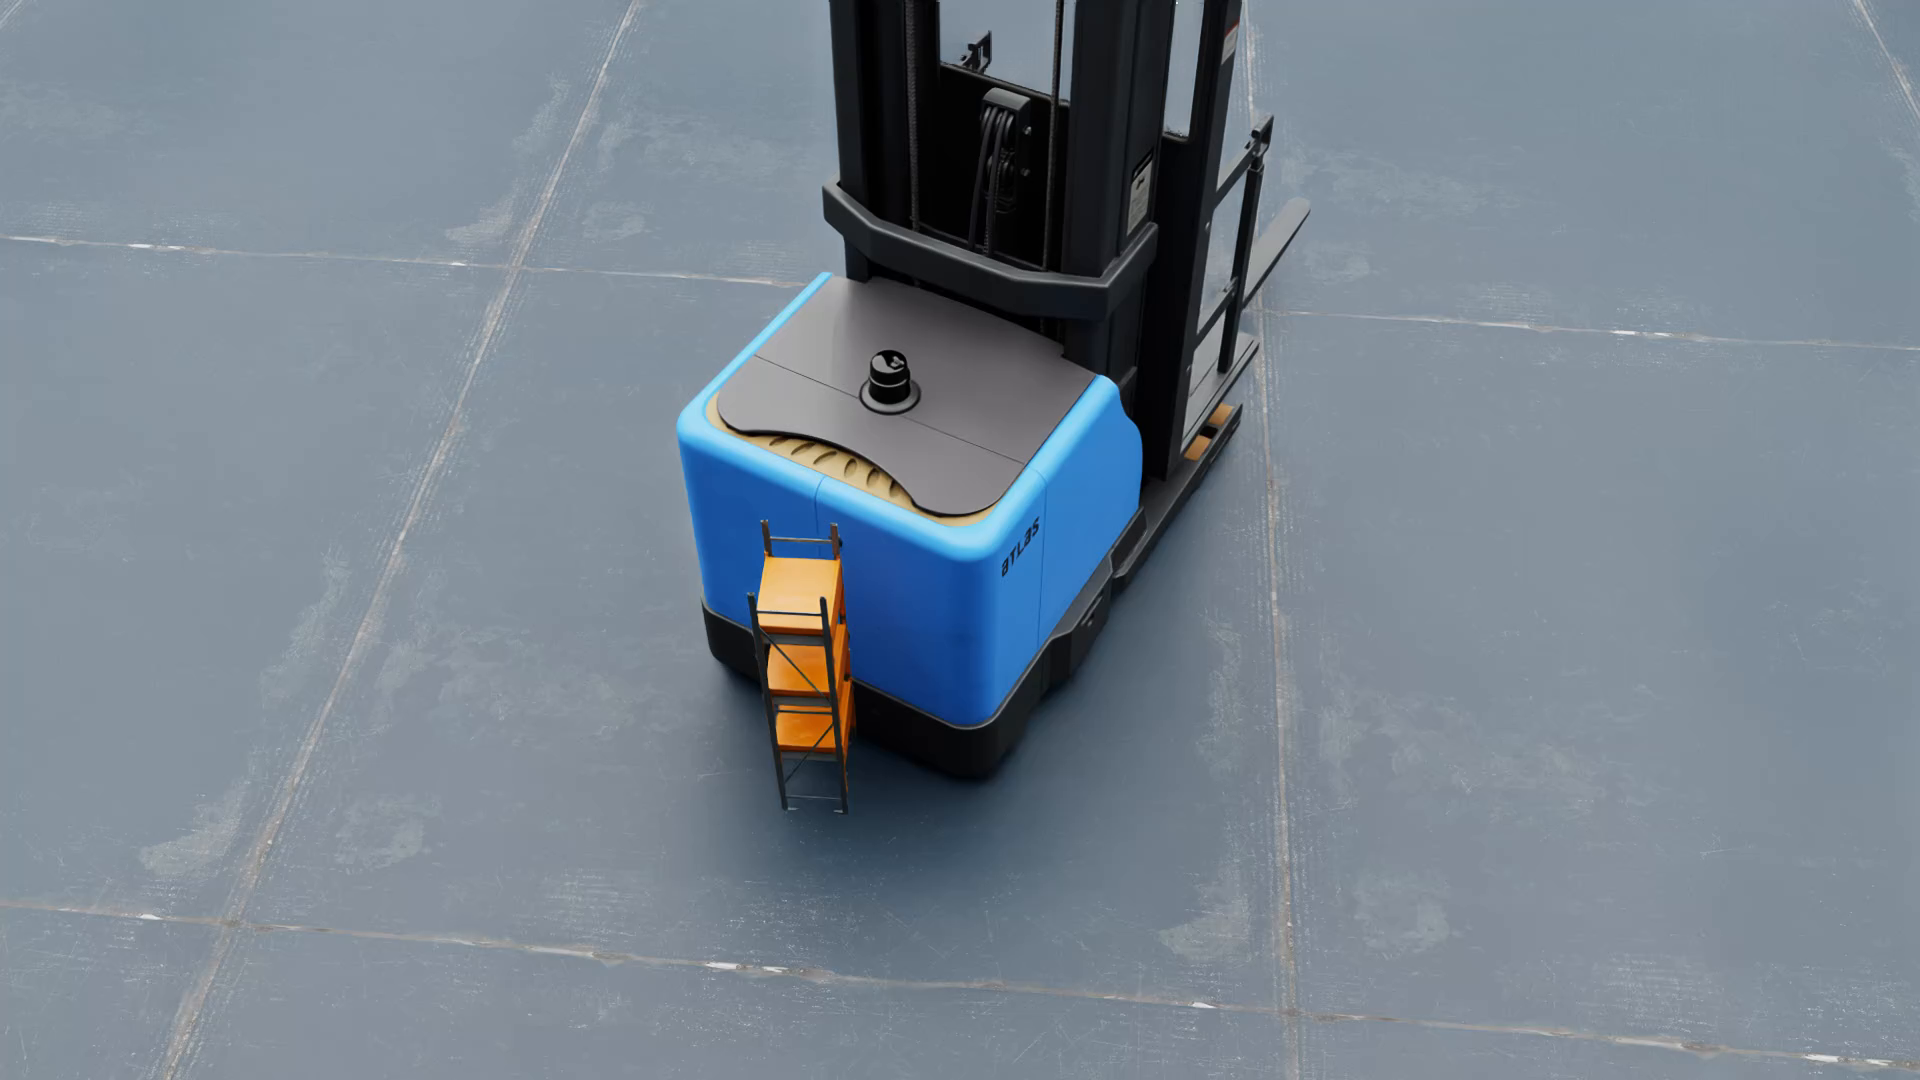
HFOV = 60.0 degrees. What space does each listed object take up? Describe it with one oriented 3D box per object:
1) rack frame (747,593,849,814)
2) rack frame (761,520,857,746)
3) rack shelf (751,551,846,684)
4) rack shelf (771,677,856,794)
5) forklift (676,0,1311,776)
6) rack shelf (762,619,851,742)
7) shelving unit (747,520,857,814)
[{"bbox_3d":[-0.436,0.478,4.601,0.200,1.050,0.008,3,50,3],"label":"rack frame"},{"bbox_3d":[-0.420,0.292,4.758,0.200,1.050,0.008,3,50,3],"label":"rack frame"},{"bbox_3d":[-0.429,0.209,4.470,0.215,0.259,0.240,3,50,3],"label":"rack shelf"},{"bbox_3d":[-0.427,0.571,4.901,0.215,0.259,0.240,3,50,3],"label":"rack shelf"},{"bbox_3d":[0.366,-1.360,5.008,1.130,2.935,3.031,23,52,20],"label":"forklift"},{"bbox_3d":[-0.428,0.392,4.688,0.215,0.259,0.240,3,50,3],"label":"rack shelf"},{"bbox_3d":[-0.428,0.385,4.680,0.215,1.050,0.252,3,50,3],"label":"shelving unit"}]
